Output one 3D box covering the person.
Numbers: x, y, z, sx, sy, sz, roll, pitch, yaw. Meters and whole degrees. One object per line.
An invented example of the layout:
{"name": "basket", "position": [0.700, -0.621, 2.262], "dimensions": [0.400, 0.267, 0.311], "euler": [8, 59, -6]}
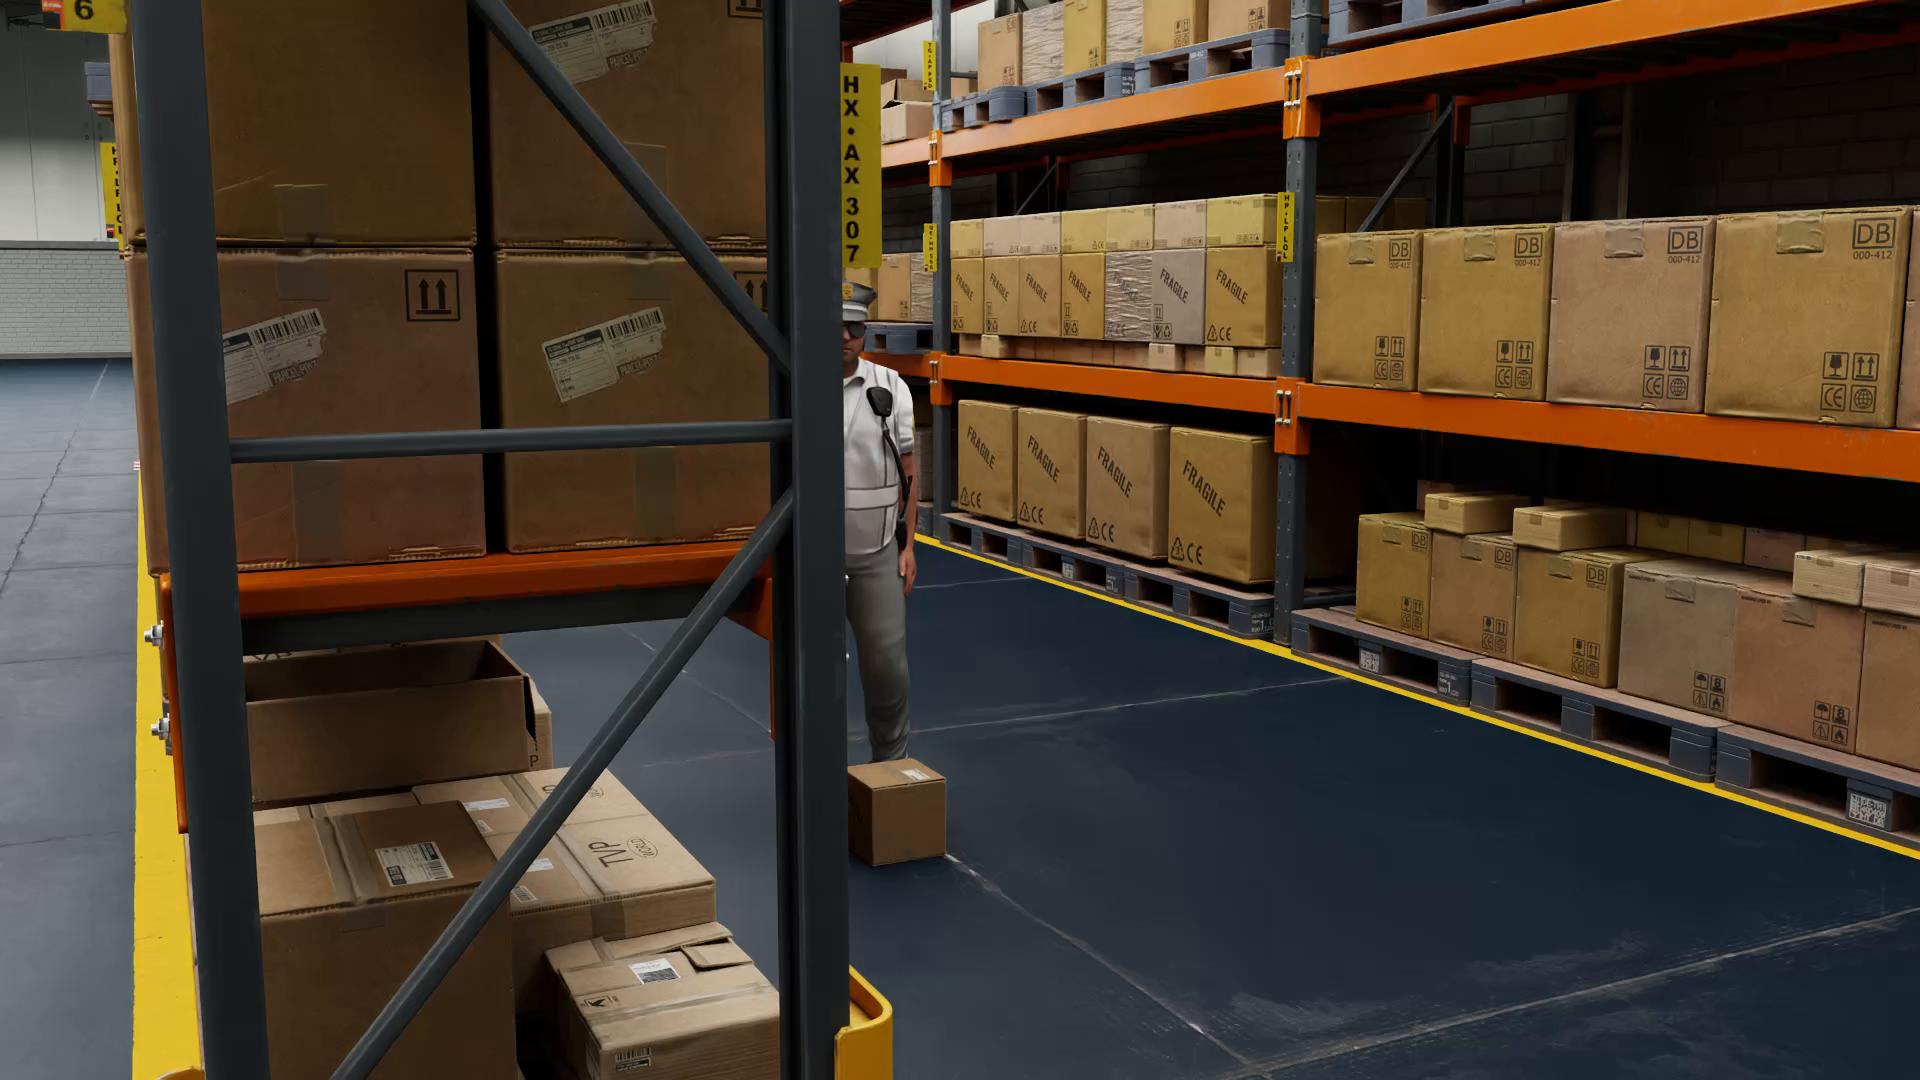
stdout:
{"name": "person", "position": [-0.403, 0.035, 5.534], "dimensions": [0.547, 1.777, 0.522], "euler": [-1, 9, -8]}
